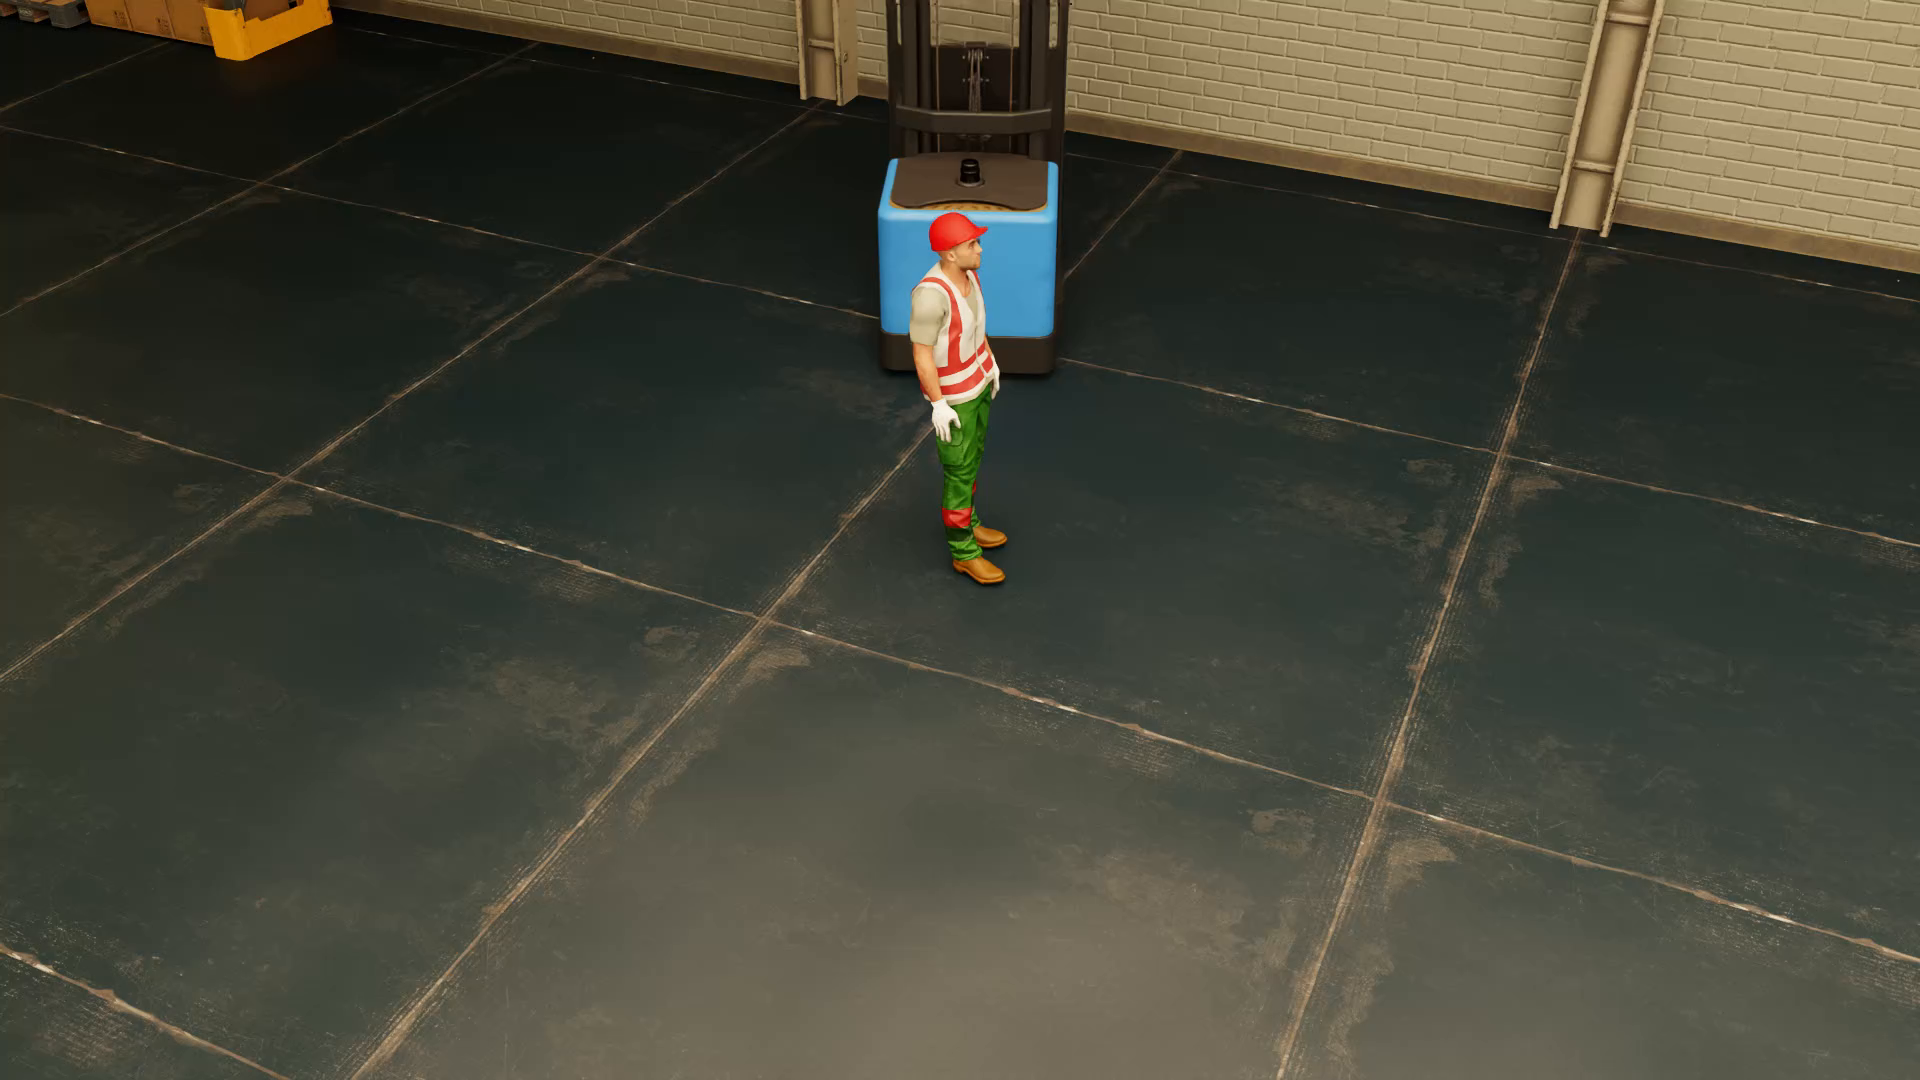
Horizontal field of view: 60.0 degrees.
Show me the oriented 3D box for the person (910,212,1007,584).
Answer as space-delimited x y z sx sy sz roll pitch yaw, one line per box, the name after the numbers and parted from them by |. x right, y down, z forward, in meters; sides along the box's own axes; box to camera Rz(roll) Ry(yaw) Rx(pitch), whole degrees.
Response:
0.068 -0.709 8.050 0.563 1.788 0.638 15 38 20 | person

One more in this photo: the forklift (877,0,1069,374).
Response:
0.118 -3.011 10.308 1.130 2.935 3.031 2 36 3 | forklift
